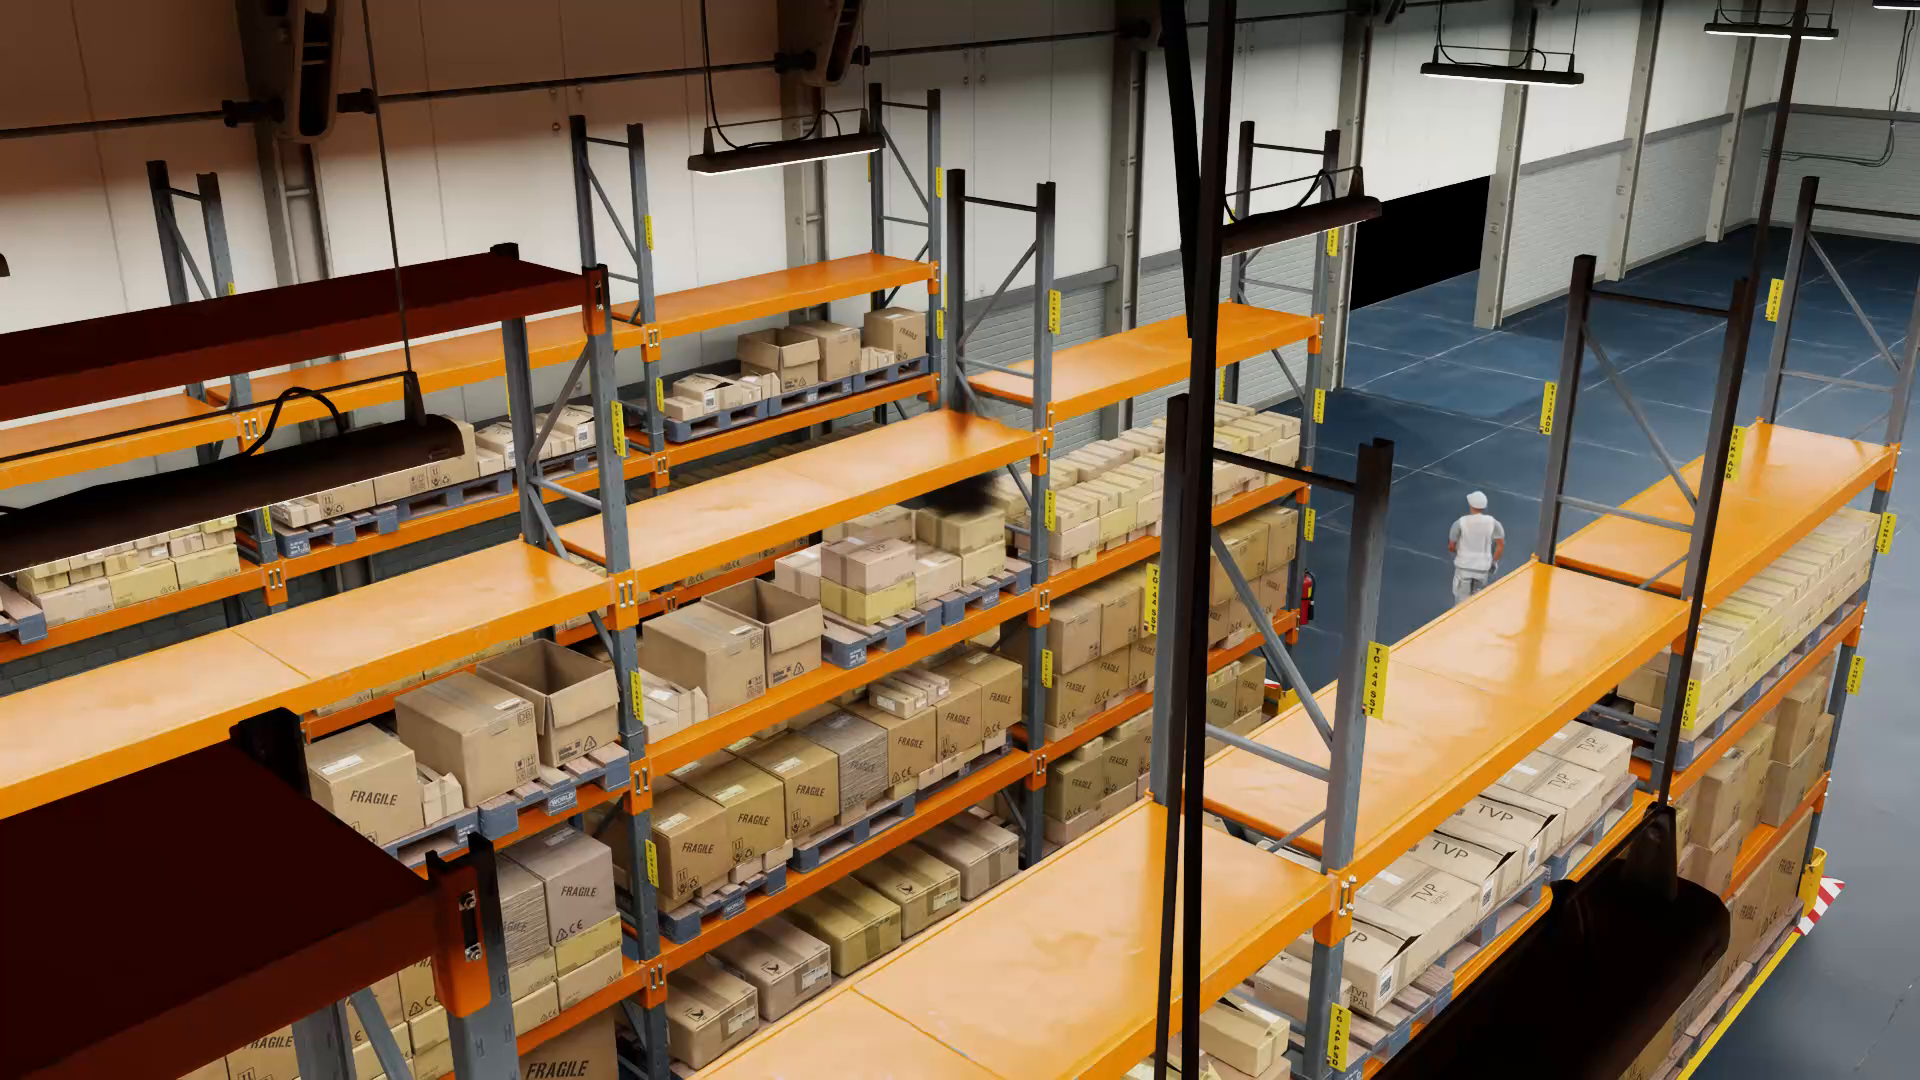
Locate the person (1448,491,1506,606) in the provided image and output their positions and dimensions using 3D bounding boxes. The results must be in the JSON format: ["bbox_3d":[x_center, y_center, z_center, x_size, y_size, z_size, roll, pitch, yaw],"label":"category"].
[{"bbox_3d":[5.783,0.336,18.792,0.586,1.825,0.782,1,21,4],"label":"person"}]
